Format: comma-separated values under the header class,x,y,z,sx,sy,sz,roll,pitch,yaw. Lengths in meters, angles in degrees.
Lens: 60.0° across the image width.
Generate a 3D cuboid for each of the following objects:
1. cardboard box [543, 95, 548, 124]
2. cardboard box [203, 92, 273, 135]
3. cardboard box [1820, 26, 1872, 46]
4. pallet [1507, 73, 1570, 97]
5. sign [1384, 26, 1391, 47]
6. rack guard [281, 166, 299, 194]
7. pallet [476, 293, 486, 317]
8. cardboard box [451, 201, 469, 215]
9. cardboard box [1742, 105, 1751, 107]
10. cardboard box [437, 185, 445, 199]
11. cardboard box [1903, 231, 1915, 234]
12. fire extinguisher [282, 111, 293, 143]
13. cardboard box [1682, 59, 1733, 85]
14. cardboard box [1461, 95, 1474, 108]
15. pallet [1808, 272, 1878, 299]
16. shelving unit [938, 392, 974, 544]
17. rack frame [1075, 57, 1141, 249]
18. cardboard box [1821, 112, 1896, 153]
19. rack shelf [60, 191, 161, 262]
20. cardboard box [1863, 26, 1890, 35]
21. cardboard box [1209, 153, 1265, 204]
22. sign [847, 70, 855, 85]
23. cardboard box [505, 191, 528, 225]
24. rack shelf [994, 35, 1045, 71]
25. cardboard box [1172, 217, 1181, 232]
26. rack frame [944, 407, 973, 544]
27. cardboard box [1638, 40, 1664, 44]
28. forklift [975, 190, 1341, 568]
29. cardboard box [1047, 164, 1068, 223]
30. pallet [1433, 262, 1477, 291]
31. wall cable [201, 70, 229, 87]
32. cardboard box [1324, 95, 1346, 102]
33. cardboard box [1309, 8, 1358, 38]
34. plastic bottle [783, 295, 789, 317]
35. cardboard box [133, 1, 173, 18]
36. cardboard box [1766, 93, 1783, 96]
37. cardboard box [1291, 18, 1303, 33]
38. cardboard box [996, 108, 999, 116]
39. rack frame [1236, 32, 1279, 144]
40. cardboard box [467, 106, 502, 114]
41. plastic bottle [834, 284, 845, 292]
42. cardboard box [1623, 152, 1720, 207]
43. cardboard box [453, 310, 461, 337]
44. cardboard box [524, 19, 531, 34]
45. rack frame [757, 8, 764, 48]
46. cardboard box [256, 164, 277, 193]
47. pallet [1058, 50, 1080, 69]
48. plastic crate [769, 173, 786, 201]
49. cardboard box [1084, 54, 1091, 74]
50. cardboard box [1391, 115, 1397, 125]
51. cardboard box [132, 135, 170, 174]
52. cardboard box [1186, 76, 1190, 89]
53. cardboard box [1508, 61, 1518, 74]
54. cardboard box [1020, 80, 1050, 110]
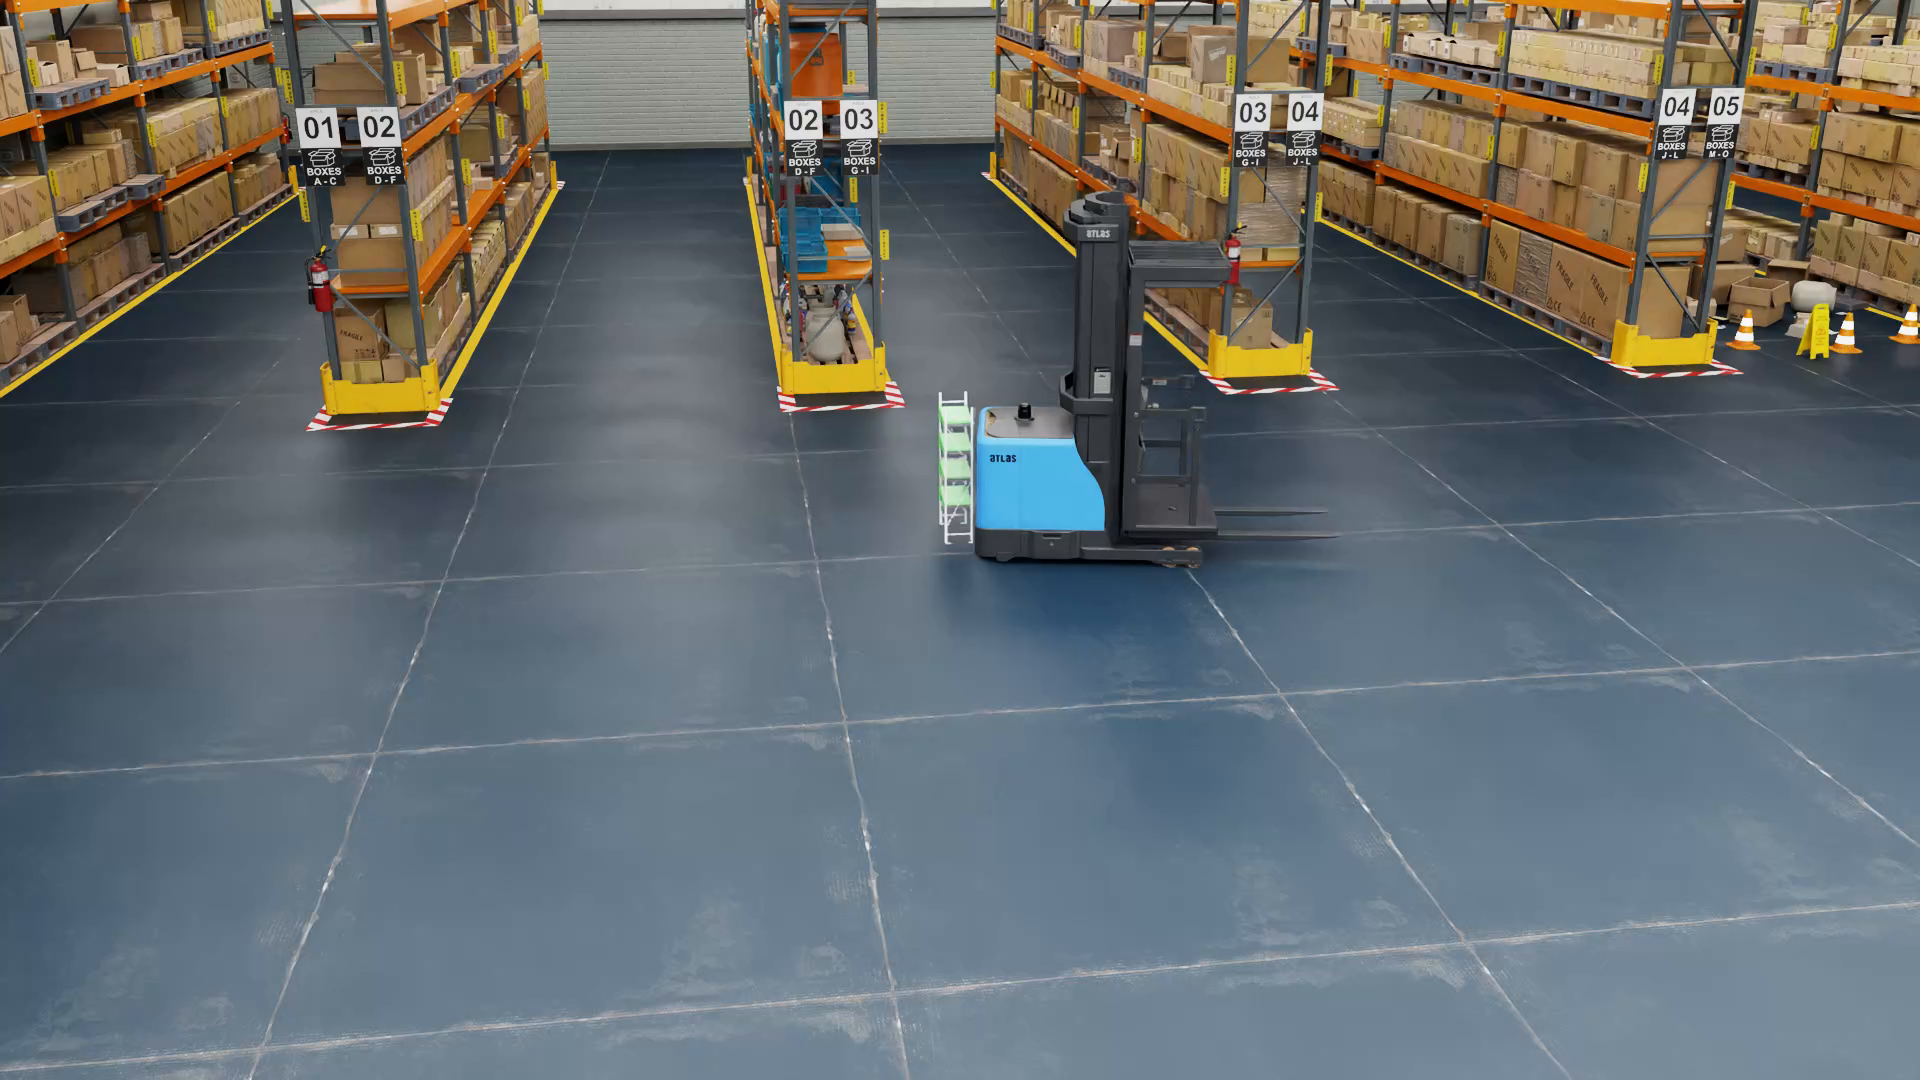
class,x,y,z,sx,sy,sz,roll,pitch,yaw
cardboard box,-8.254,-8.294,32.067,0.500,0.500,0.500,-2,21,-6
cardboard box,-13.290,-7.851,30.594,0.980,0.700,0.700,-3,21,-8
cardboard box,12.982,-7.392,24.408,0.500,0.250,0.500,-3,21,-9
pallet,7.976,-6.027,21.980,1.003,0.211,1.213,-3,21,-8
sign,6.754,-7.953,26.271,0.100,0.325,0.005,-3,21,-8
rack guard,-13.493,-6.975,32.250,1.175,0.500,0.348,-3,21,-8
pallet,-7.003,-3.181,22.504,1.003,0.211,1.213,-3,21,-8
cardboard box,-6.783,-4.433,22.232,0.380,0.149,0.250,-3,21,-8
cardboard box,12.516,-6.856,27.192,0.500,0.500,0.500,-4,21,-9
cardboard box,-6.494,-4.234,20.269,0.380,0.149,0.250,-3,21,-8
cardboard box,13.252,-3.948,22.831,0.500,0.500,0.500,-2,21,-5
fire extinguisher,-13.054,-8.002,32.071,0.296,0.674,0.183,-3,21,-8
cardboard box,8.629,-5.460,19.382,0.500,0.250,0.500,-3,21,-8
cardboard box,10.807,-9.253,34.634,0.500,0.500,0.500,-3,21,-8
pallet,12.884,-3.695,23.881,1.003,0.211,1.213,-3,21,-8
shelving unit,-0.035,-0.619,14.233,0.258,1.200,0.503,-2,21,-5
rack frame,2.369,-6.117,26.381,1.000,3.000,0.127,-3,21,-8
cardboard box,12.601,-5.723,23.330,0.700,0.500,0.500,-3,21,-8
rack shelf,-12.048,-4.338,22.646,1.077,0.370,4.000,-3,21,-8
cardboard box,16.406,-9.130,29.777,0.380,0.149,0.250,-2,21,-7
cardboard box,3.198,-4.180,19.197,0.500,0.500,0.500,-3,21,-8
sign,-1.410,-5.916,21.542,0.100,0.325,0.005,-3,21,-8
cardboard box,-7.522,-5.537,27.772,0.500,0.500,0.500,-3,21,-7
rack shelf,1.504,-9.263,31.544,1.077,0.370,4.000,-3,21,-8
cardboard box,2.908,-4.006,21.088,0.380,0.149,0.250,-3,21,-8
rack frame,-0.010,-0.534,14.005,0.240,1.200,0.015,-2,21,-5
cardboard box,8.529,-6.039,20.361,0.380,0.149,0.250,-3,21,-8
forklift,1.652,-1.333,13.670,3.031,2.935,1.130,1,20,2
cardboard box,2.169,-5.867,28.149,1.225,0.875,0.875,-3,21,-8
pallet,7.682,-3.904,24.442,1.003,0.211,1.213,-3,21,-8
wall cable,-14.610,-9.009,32.672,0.084,1.984,1.851,-3,21,-8
cardboard box,6.893,-8.087,31.089,0.500,0.500,0.500,-3,21,-9
cardboard box,6.661,-9.229,29.683,0.700,0.500,0.500,-3,21,-8
plastic bottle,-2.162,-2.935,21.017,0.144,0.351,0.185,-3,21,-8
cardboard box,-12.916,-8.451,26.498,0.500,0.250,0.500,-1,21,-4
cardboard box,16.554,-8.860,33.513,0.500,0.250,0.500,-2,21,-7
cardboard box,6.397,-9.433,30.473,0.500,0.250,0.500,-4,21,-10
cardboard box,0.940,-8.630,33.467,0.380,0.149,0.250,-3,21,-7
rack frame,6.138,-9.102,34.373,1.000,3.000,0.127,-3,21,-8
cardboard box,-8.164,-7.072,28.195,0.700,0.500,0.500,-10,23,-26
plastic bottle,-1.578,-3.239,21.833,0.144,0.351,0.185,-3,21,-9
cardboard box,8.430,-4.269,19.675,0.875,0.550,0.550,-3,21,-8
cardboard box,-6.426,-2.647,20.420,0.500,0.250,0.500,-3,21,-8
cardboard box,-8.042,-9.273,30.045,0.500,0.250,0.500,-3,21,-8
rack frame,-2.532,-8.678,24.663,1.000,3.000,0.127,-3,21,-8
cardboard box,-13.217,-6.753,31.055,0.700,0.500,0.500,-3,21,-8
pallet,2.223,-7.654,26.479,1.213,0.211,1.003,-2,21,-5
plastic crate,-2.423,-4.841,22.988,0.392,0.384,0.575,-3,21,-8
cardboard box,2.185,-7.276,25.412,0.500,0.250,0.500,-3,21,-7
cardboard box,7.375,-6.953,27.527,0.380,0.149,0.250,-3,21,-9
cardboard box,-12.153,-5.744,24.786,0.500,0.500,0.500,-2,21,-6
cardboard box,2.983,-5.589,20.324,0.380,0.149,0.250,-2,21,-6
cardboard box,7.584,-6.335,22.294,0.380,0.149,0.250,-3,21,-9
cardboard box,1.393,-8.242,30.787,0.500,0.500,0.500,-3,21,-7
